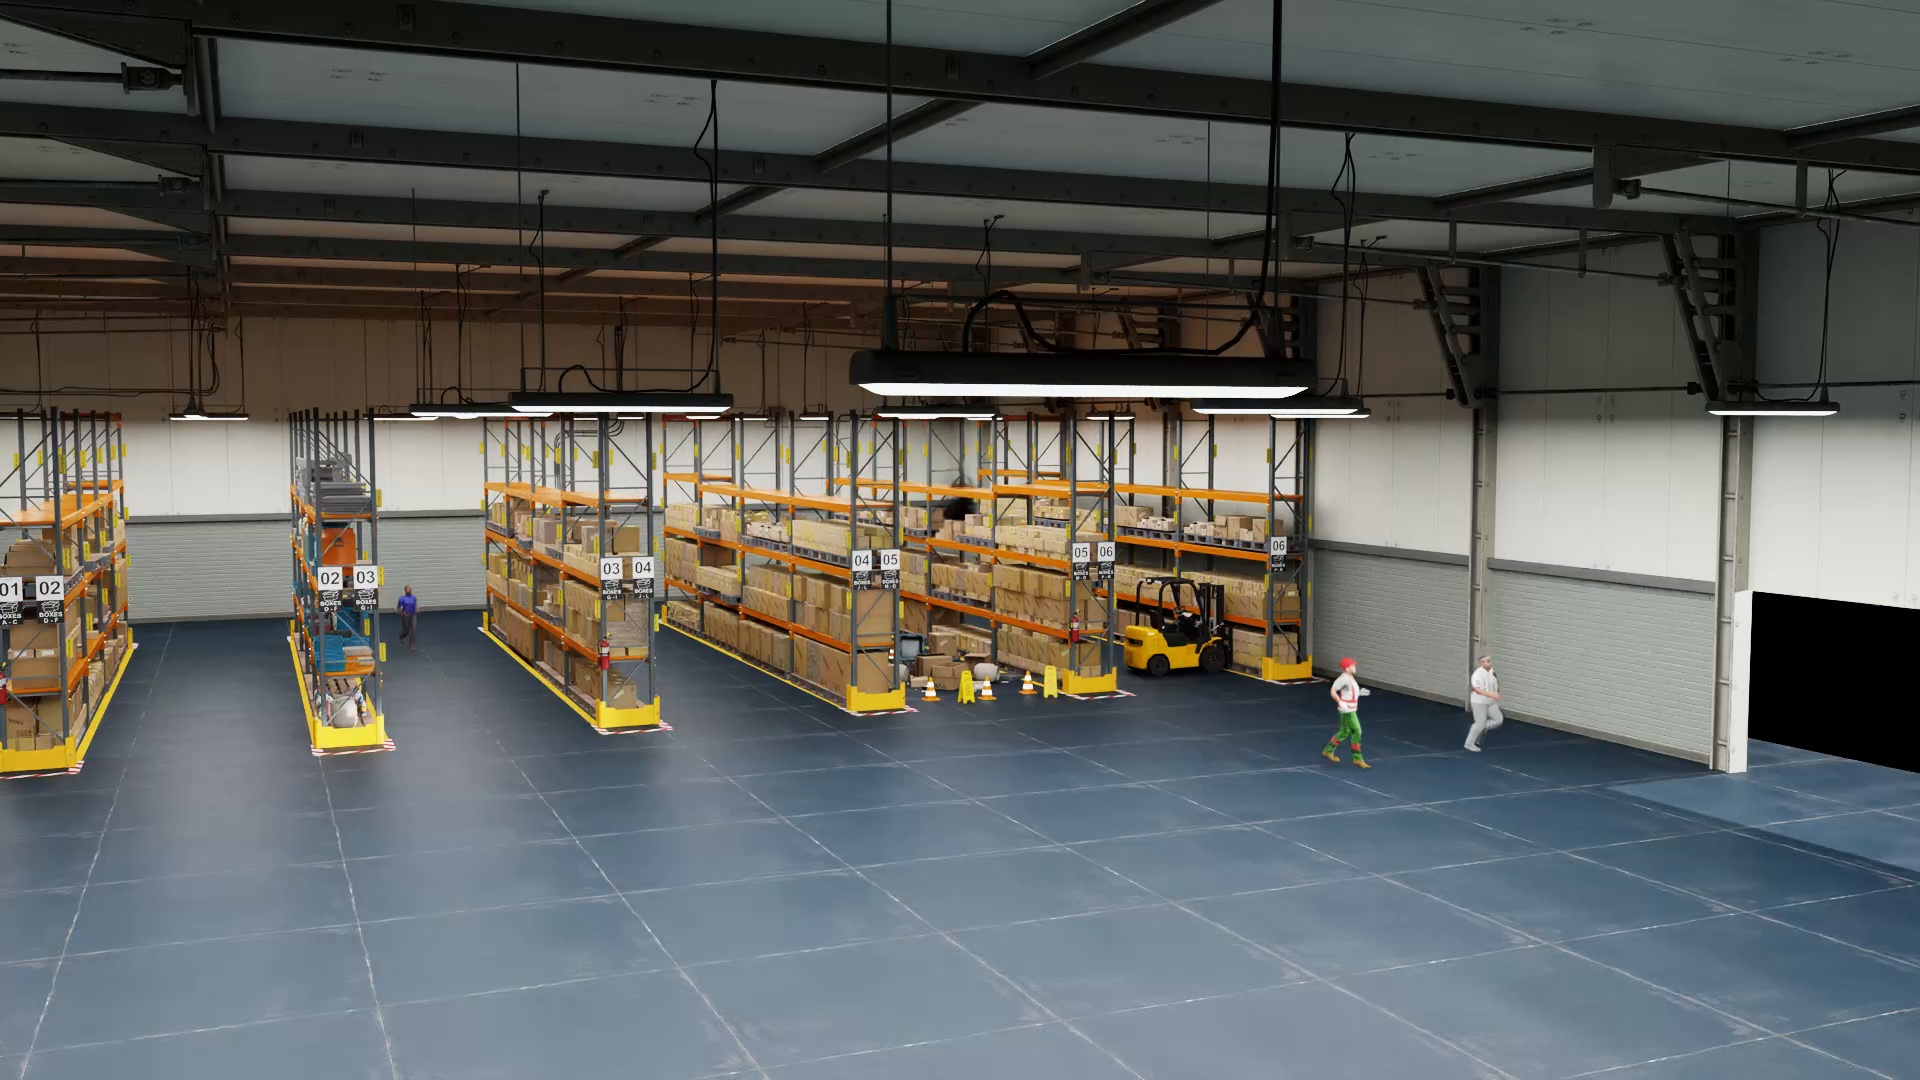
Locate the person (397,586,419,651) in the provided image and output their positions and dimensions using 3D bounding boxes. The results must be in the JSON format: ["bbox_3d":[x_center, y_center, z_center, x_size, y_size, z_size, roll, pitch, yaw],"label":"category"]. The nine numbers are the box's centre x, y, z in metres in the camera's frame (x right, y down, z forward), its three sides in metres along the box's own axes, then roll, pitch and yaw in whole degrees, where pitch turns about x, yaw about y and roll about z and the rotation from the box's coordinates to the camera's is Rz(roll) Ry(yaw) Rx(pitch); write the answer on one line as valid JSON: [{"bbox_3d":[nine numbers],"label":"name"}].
[{"bbox_3d":[-13.972,1.969,42.135,0.579,1.638,0.764,-3,5,-40],"label":"person"}]

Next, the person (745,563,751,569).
[{"bbox_3d":[-6.136,1.521,48.125,0.626,1.698,0.882,-2,5,-28],"label":"person"}]

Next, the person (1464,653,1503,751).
[{"bbox_3d":[9.192,2.822,29.036,0.688,1.745,0.718,-3,5,-39],"label":"person"}]

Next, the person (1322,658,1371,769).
[{"bbox_3d":[6.459,2.876,27.750,0.814,1.824,0.640,1,4,19],"label":"person"}]
